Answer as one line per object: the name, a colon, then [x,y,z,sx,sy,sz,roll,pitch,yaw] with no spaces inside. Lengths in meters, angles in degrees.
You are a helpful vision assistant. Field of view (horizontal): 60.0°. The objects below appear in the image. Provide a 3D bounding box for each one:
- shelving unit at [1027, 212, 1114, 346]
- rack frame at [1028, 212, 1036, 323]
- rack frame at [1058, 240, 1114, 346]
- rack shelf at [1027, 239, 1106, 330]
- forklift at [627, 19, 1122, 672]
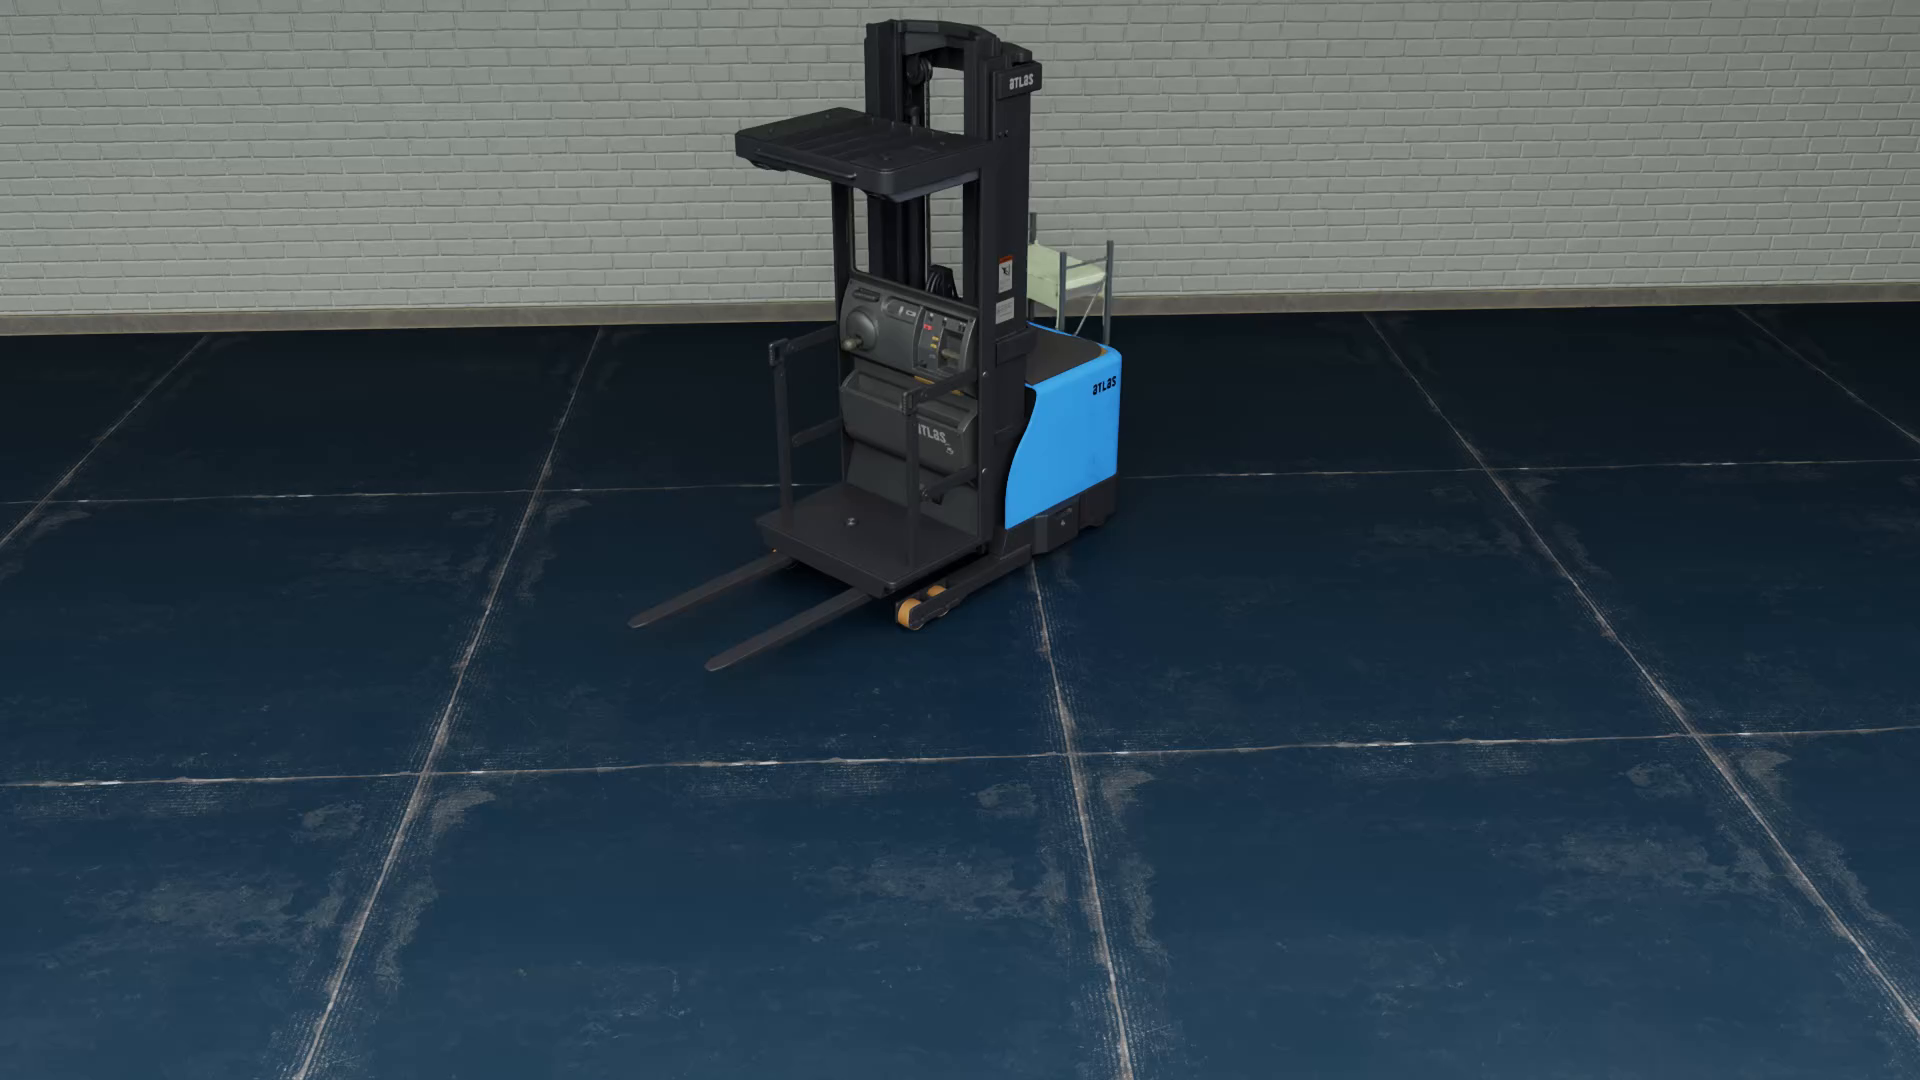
shelving unit: [0.533,-1.207,10.443,0.431,1.500,0.755,-19,33,-32]
rack frame: [0.314,-1.343,10.703,0.400,1.500,0.023,-19,33,-32]
rack frame: [0.752,-1.072,10.183,0.400,1.500,0.023,-19,33,-32]
rack shelf: [0.533,-1.554,10.262,0.431,0.370,0.720,-19,33,-32]
forklift: [-0.424,-1.087,8.664,1.130,2.935,3.031,23,35,37]
